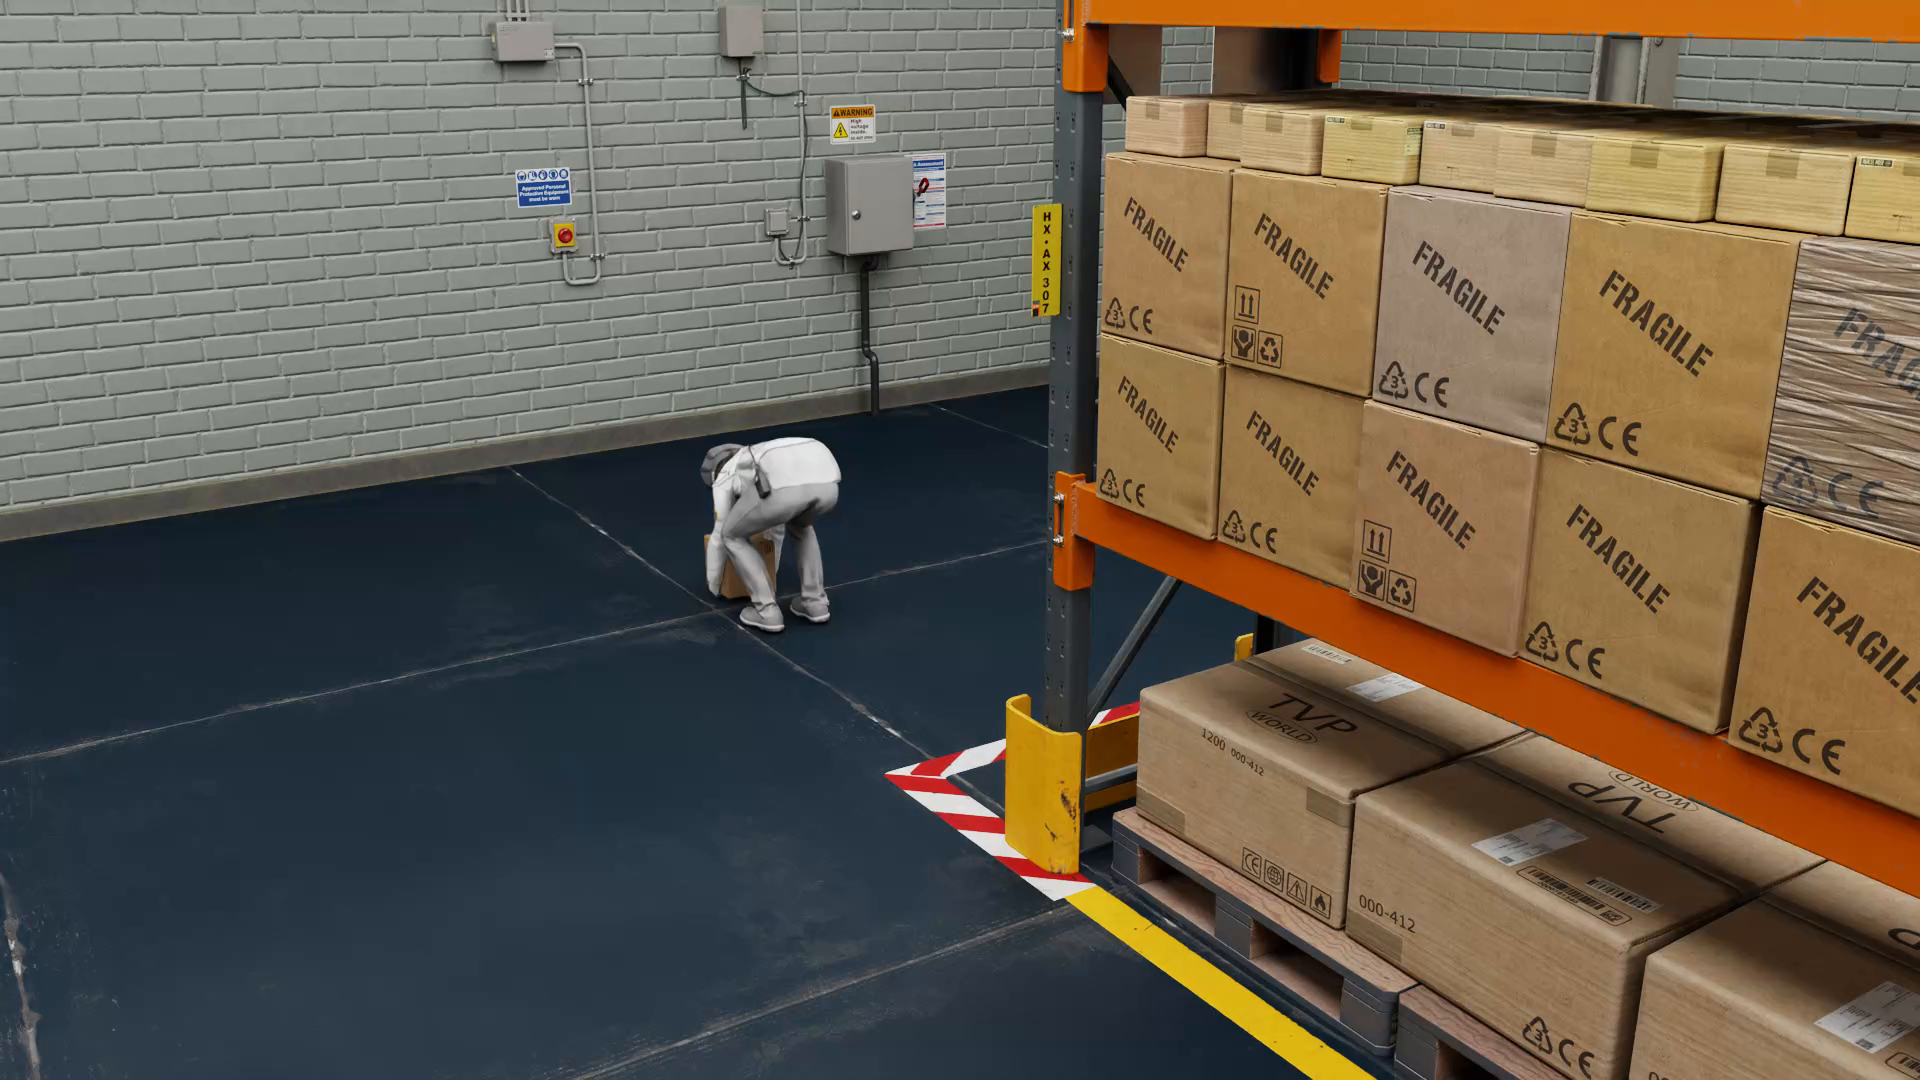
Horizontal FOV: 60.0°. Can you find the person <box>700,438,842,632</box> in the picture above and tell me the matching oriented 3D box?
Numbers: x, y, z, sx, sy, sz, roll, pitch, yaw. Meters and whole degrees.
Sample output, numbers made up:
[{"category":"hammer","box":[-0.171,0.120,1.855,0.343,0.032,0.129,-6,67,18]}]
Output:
[{"category":"person","box":[-0.881,-0.076,7.575,0.466,0.862,0.883,-13,22,-34]}]
